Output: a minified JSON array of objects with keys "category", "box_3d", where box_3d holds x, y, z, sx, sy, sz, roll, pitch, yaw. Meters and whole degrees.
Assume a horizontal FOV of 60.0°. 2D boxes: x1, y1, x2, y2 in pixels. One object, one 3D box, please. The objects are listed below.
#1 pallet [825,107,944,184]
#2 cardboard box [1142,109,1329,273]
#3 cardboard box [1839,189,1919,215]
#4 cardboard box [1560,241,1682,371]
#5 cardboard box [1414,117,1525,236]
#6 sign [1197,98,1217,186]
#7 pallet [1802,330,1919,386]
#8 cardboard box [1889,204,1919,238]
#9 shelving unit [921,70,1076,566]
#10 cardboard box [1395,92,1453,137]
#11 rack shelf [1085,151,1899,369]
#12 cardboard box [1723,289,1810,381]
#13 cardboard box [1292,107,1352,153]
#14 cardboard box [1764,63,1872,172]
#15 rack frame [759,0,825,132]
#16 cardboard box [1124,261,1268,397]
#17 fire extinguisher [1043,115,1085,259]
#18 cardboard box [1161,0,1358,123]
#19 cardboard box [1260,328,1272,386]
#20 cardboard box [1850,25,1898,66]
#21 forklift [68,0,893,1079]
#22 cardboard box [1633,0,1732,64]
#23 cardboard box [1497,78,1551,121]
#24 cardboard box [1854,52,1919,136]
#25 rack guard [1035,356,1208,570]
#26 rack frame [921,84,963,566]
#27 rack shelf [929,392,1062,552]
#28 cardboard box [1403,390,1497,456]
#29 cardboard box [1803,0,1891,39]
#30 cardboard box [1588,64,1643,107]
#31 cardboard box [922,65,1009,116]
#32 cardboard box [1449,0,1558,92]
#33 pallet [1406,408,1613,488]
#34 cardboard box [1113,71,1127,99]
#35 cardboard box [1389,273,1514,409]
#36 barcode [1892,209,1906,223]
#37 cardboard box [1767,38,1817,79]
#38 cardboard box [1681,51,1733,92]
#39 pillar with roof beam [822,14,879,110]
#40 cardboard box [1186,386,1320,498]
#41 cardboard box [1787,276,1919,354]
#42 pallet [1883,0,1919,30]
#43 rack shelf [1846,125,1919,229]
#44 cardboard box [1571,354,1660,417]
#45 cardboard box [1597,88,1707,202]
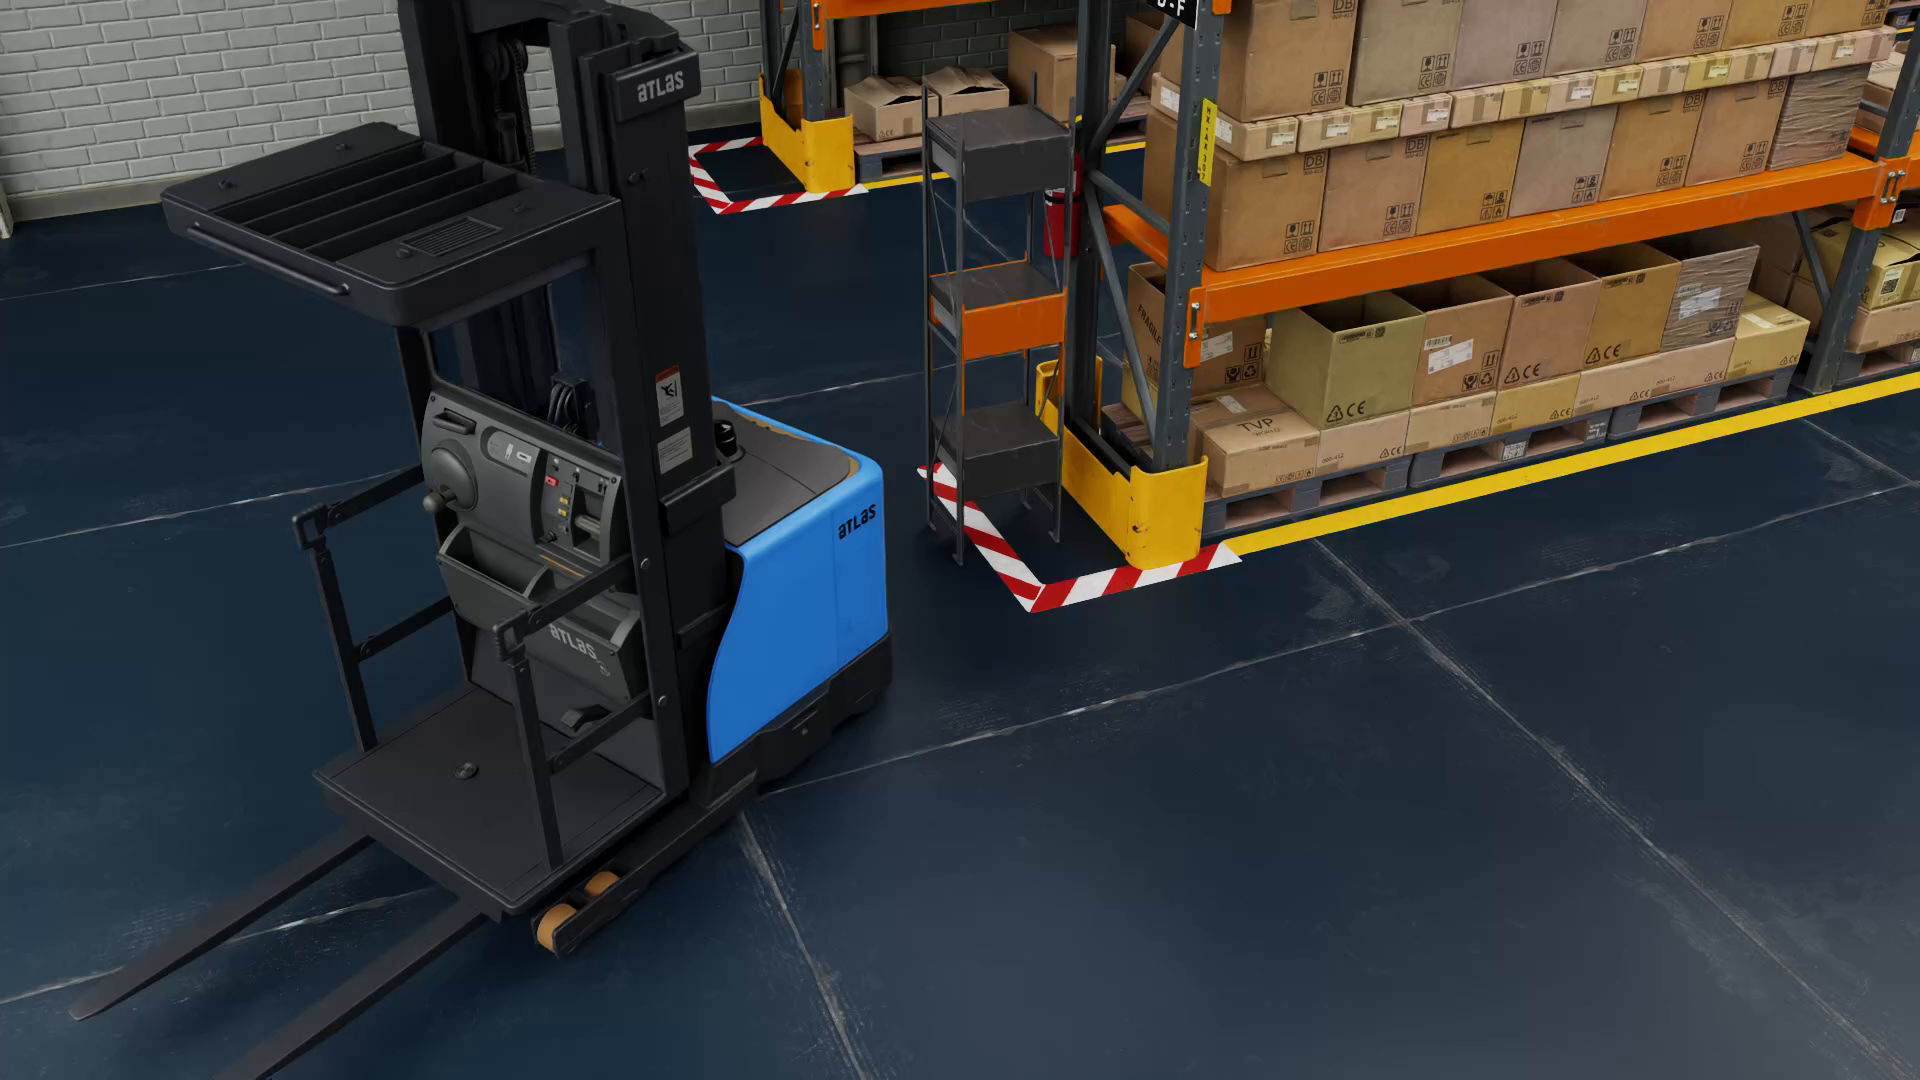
[{"category":"pallet","box_3d":[-0.328,-2.936,12.069,1.213,0.211,1.003,-13,35,-19]},{"category":"cardboard box","box_3d":[1.196,-1.579,7.335,0.500,0.500,0.700,-13,35,-19]},{"category":"cardboard box","box_3d":[5.188,-1.891,9.528,0.500,0.311,0.500,-12,35,-18]},{"category":"cardboard box","box_3d":[3.181,-1.212,8.312,0.500,0.500,0.500,-13,35,-19]},{"category":"cardboard box","box_3d":[2.138,-1.794,7.666,0.500,0.500,0.700,-13,35,-19]},{"category":"sign","box_3d":[0.970,-1.561,6.532,0.005,0.325,0.100,-13,35,-19]},{"category":"pallet","box_3d":[5.113,-1.296,9.548,1.213,0.211,1.003,-13,35,-19]},{"category":"cardboard box","box_3d":[5.390,-1.613,9.101,0.500,0.311,0.500,-13,35,-19]},{"category":"shelving unit","box_3d":[0.153,-0.915,7.231,0.503,2.100,0.431,-13,35,-19]},{"category":"cardboard box","box_3d":[1.912,-1.895,7.225,0.250,0.149,0.380,-13,35,-20]},{"category":"rack shelf","box_3d":[2.605,-1.566,8.066,4.000,0.370,1.077,-13,35,-19]},{"category":"cardboard box","box_3d":[4.106,-1.105,8.835,0.500,0.250,0.500,-13,35,-19]},{"category":"cardboard box","box_3d":[1.448,-1.791,7.065,0.250,0.149,0.380,-14,36,-20]},{"category":"cardboard box","box_3d":[4.042,-2.235,8.342,0.500,0.500,0.700,-14,36,-20]},{"category":"rack frame","box_3d":[-1.161,-3.935,11.048,0.127,3.000,1.000,-13,35,-19]},{"category":"cardboard box","box_3d":[1.140,-1.046,8.055,0.500,0.500,0.500,-13,35,-19]},{"category":"fire extinguisher","box_3d":[0.472,-1.621,7.562,0.183,0.674,0.296,-13,35,-19]},{"category":"cardboard box","box_3d":[1.245,-2.134,6.998,0.500,0.500,0.700,-13,35,-19]},{"category":"cardboard box","box_3d":[1.597,-0.842,8.430,0.500,0.250,0.500,-13,35,-19]},{"category":"cardboard box","box_3d":[4.281,-2.438,8.061,0.250,0.149,0.380,-13,35,-19]},{"category":"forklift","box_3d":[-1.564,-0.139,5.275,1.130,2.935,3.031,22,39,30]},{"category":"cardboard box","box_3d":[3.115,-2.566,7.662,0.500,0.500,0.700,-13,35,-19]},{"category":"cardboard box","box_3d":[2.392,-2.006,7.397,0.250,0.149,0.380,-13,35,-20]},{"category":"cardboard box","box_3d":[4.886,-2.353,8.753,0.500,0.250,0.500,-11,35,-16]},{"category":"rack guard","box_3d":[0.738,-0.392,7.894,0.348,0.500,1.175,-13,35,-19]},{"category":"rack frame","box_3d":[-0.072,-0.864,7.152,0.015,2.100,0.400,-13,35,-19]},{"category":"rack shelf","box_3d":[0.153,-0.317,7.620,0.480,0.518,0.431,-13,35,-19]},{"category":"cardboard box","box_3d":[2.262,-0.683,8.185,0.500,0.250,0.500,-13,35,-19]},{"category":"cardboard box","box_3d":[4.042,-2.778,7.989,0.500,0.500,0.700,-13,35,-19]},{"category":"cardboard box","box_3d":[2.866,-2.113,7.561,0.250,0.149,0.380,-12,35,-17]},{"category":"cardboard box","box_3d":[0.038,-3.214,12.001,0.500,0.311,0.500,-10,34,-15]},{"category":"cardboard box","box_3d":[2.192,-2.355,7.337,0.500,0.500,0.700,-13,35,-19]},{"category":"pallet","box_3d":[2.573,-0.714,8.654,1.213,0.211,1.003,-13,35,-19]},{"category":"cardboard box","box_3d":[1.045,-3.442,12.500,0.250,0.149,0.380,-16,36,-23]},{"category":"cardboard box","box_3d":[2.258,-1.003,7.989,0.500,0.500,0.500,-13,35,-19]},{"category":"barcode","box_3d":[4.845,-1.673,8.579,0.075,0.075,0.001,-13,35,-19]},{"category":"cardboard box","box_3d":[3.812,-2.331,7.895,0.250,0.149,0.380,-14,36,-20]},{"category":"cardboard box","box_3d":[3.342,-2.224,7.732,0.250,0.149,0.380,-13,35,-19]},{"category":"pillar with roof beam","box_3d":[0.817,-4.868,6.980,0.400,9.000,9.100,-13,35,-19]},{"category":"cardboard box","box_3d":[1.341,-0.470,7.858,0.500,0.250,0.500,-13,35,-19]},{"category":"cardboard box","box_3d":[4.917,-1.274,9.093,0.500,0.250,0.500,-14,35,-20]},{"category":"pallet","box_3d":[8.095,-4.840,14.994,1.213,0.211,1.003,-13,35,-19]},{"category":"rack shelf","box_3d":[6.293,-2.410,9.364,4.000,0.370,1.077,-13,35,-19]},{"category":"cardboard box","box_3d":[3.186,-0.892,8.506,0.500,0.250,0.500,-13,35,-19]},{"category":"cardboard box","box_3d":[3.094,-2.016,8.006,0.500,0.500,0.700,-12,35,-18]}]
